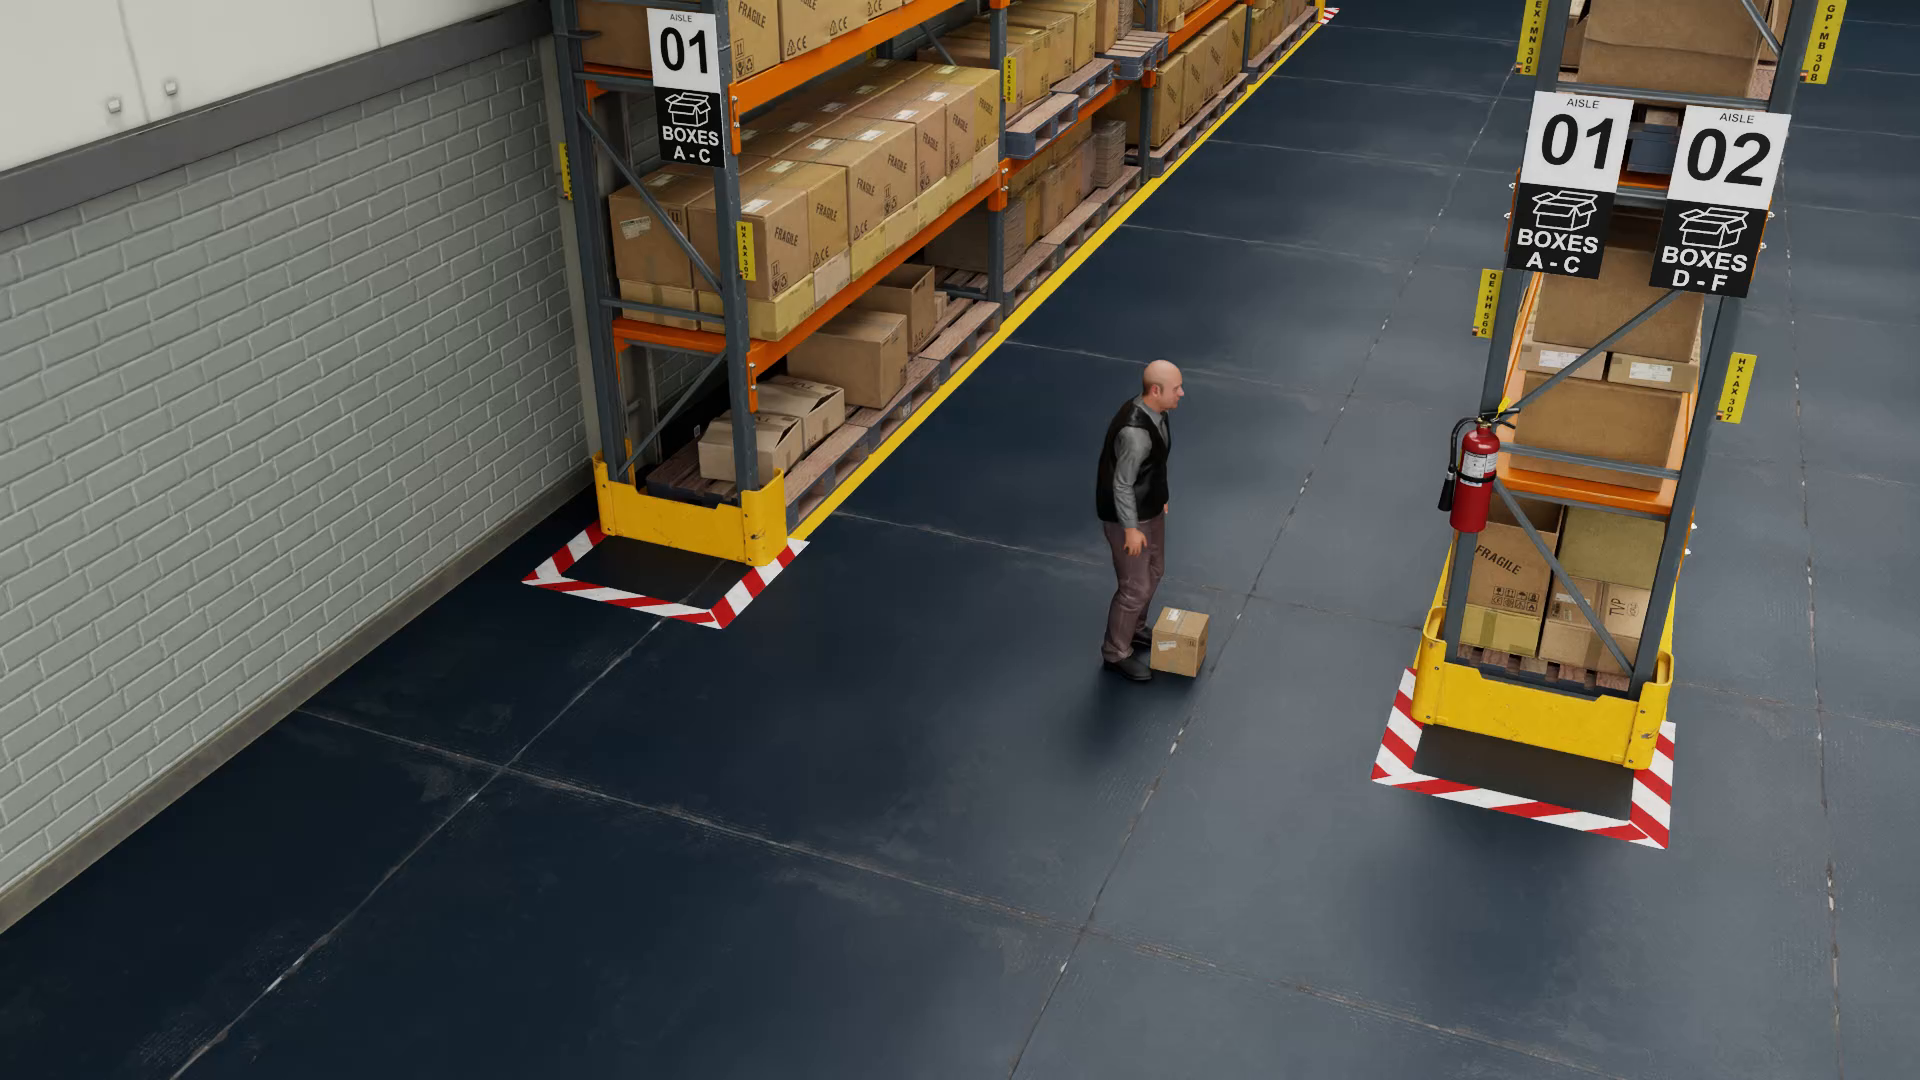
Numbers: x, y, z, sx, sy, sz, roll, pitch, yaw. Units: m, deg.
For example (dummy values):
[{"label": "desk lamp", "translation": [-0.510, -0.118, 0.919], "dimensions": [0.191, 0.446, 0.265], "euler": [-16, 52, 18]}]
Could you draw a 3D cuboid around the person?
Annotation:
[{"label": "person", "translation": [0.919, -0.141, 8.673], "dimensions": [0.413, 1.721, 0.581], "euler": [11, 31, 19]}]
